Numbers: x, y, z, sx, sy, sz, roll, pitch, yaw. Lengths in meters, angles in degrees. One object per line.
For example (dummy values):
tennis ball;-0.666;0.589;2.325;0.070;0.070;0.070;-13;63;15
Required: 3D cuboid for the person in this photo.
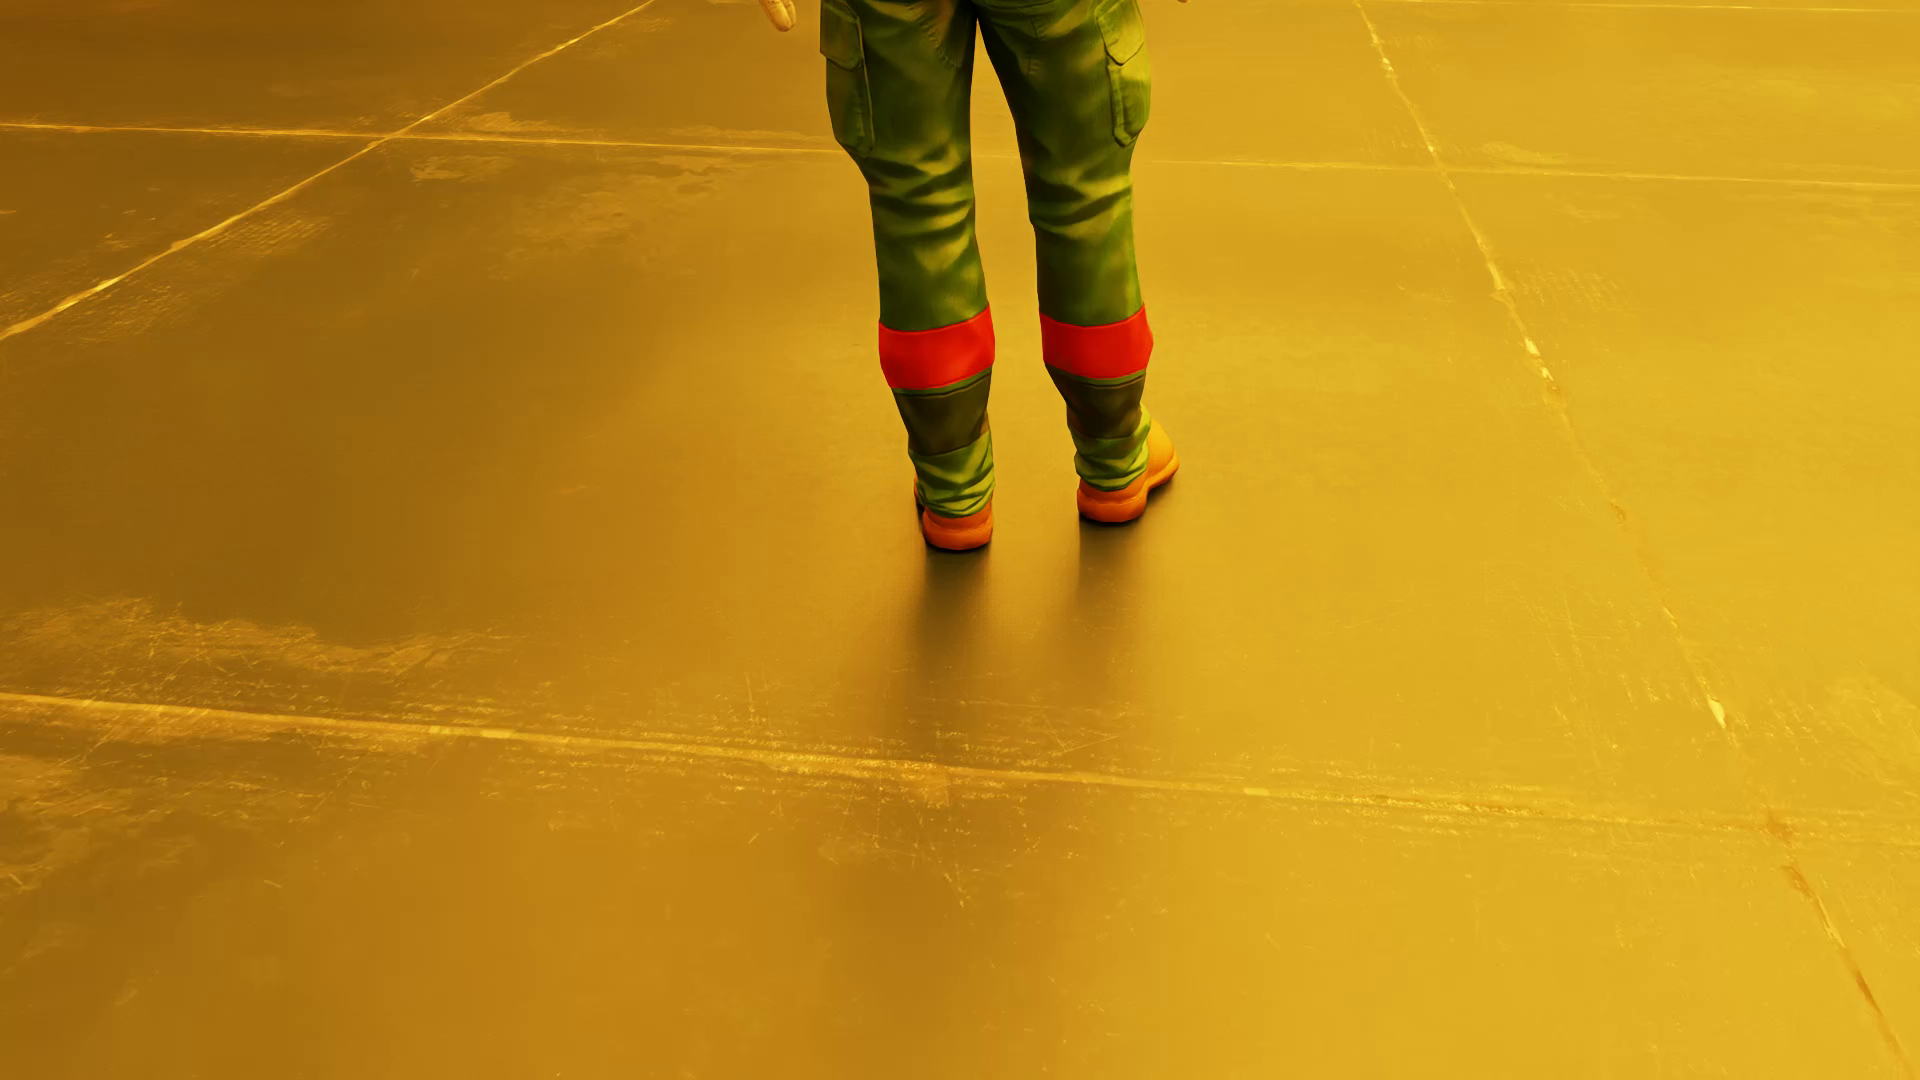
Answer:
person;0.023;-0.842;2.167;0.637;1.787;0.564;3;27;7
